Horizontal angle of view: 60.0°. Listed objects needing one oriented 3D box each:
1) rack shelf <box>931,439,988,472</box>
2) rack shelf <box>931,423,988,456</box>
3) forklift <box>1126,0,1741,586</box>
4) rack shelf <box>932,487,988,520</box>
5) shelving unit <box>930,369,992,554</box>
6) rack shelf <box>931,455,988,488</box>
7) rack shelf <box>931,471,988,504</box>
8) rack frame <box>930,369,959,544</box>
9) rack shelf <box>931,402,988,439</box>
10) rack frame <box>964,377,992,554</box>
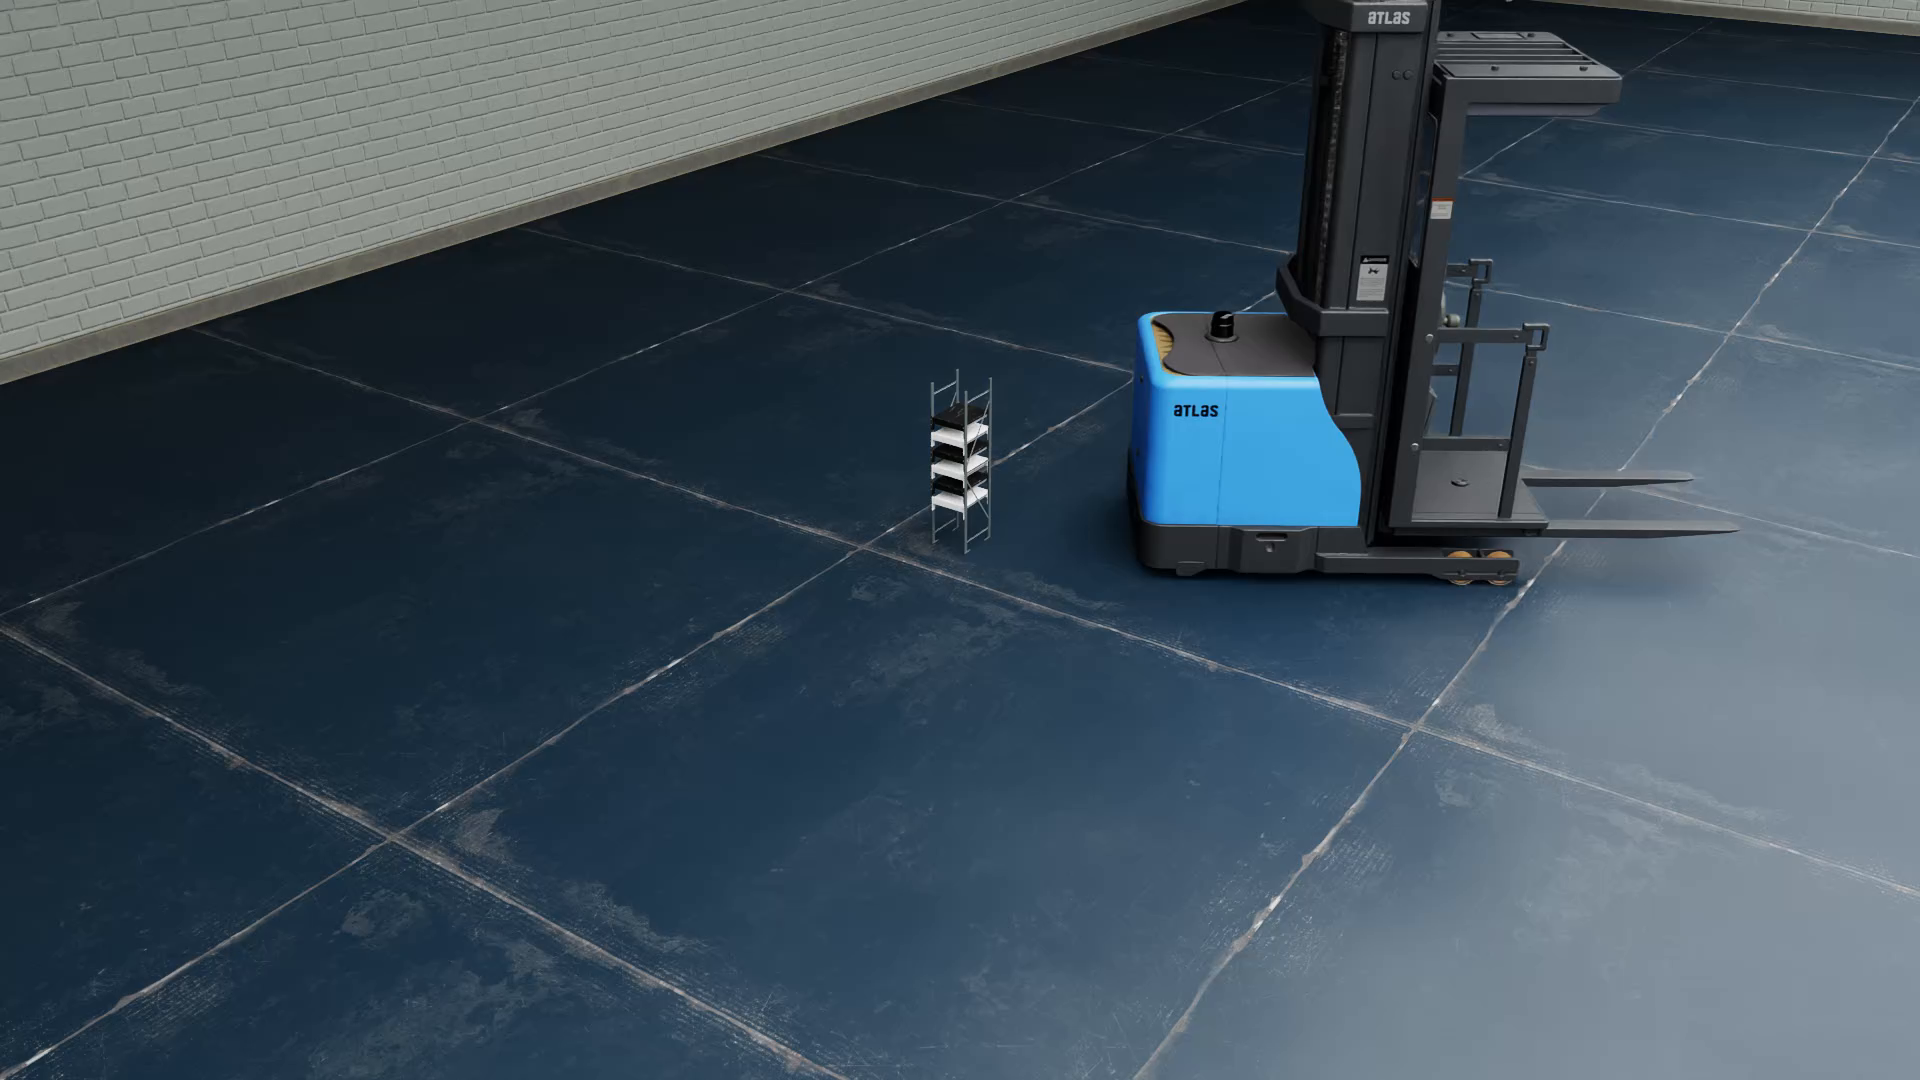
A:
[{"bbox_3d":[0.007,-0.449,8.516,0.200,0.077,0.258,17,32,30],"label":"rack shelf"},{"bbox_3d":[0.007,-0.530,8.475,0.200,0.077,0.258,17,32,30],"label":"rack shelf"},{"bbox_3d":[2.422,-1.324,8.120,3.031,2.935,1.130,1,27,1],"label":"forklift"},{"bbox_3d":[0.007,-0.209,8.639,0.200,0.077,0.258,17,32,30],"label":"rack shelf"},{"bbox_3d":[0.007,-0.399,8.542,0.210,0.900,0.258,17,32,30],"label":"shelving unit"},{"bbox_3d":[0.007,-0.369,8.557,0.200,0.077,0.258,17,32,30],"label":"rack shelf"},{"bbox_3d":[0.007,-0.289,8.598,0.200,0.077,0.258,17,32,30],"label":"rack shelf"},{"bbox_3d":[-0.077,-0.425,8.593,0.006,0.900,0.240,17,32,30],"label":"rack frame"},{"bbox_3d":[0.007,-0.610,8.434,0.200,0.077,0.258,17,32,30],"label":"rack shelf"},{"bbox_3d":[0.090,-0.373,8.490,0.006,0.900,0.240,17,32,30],"label":"rack frame"}]
